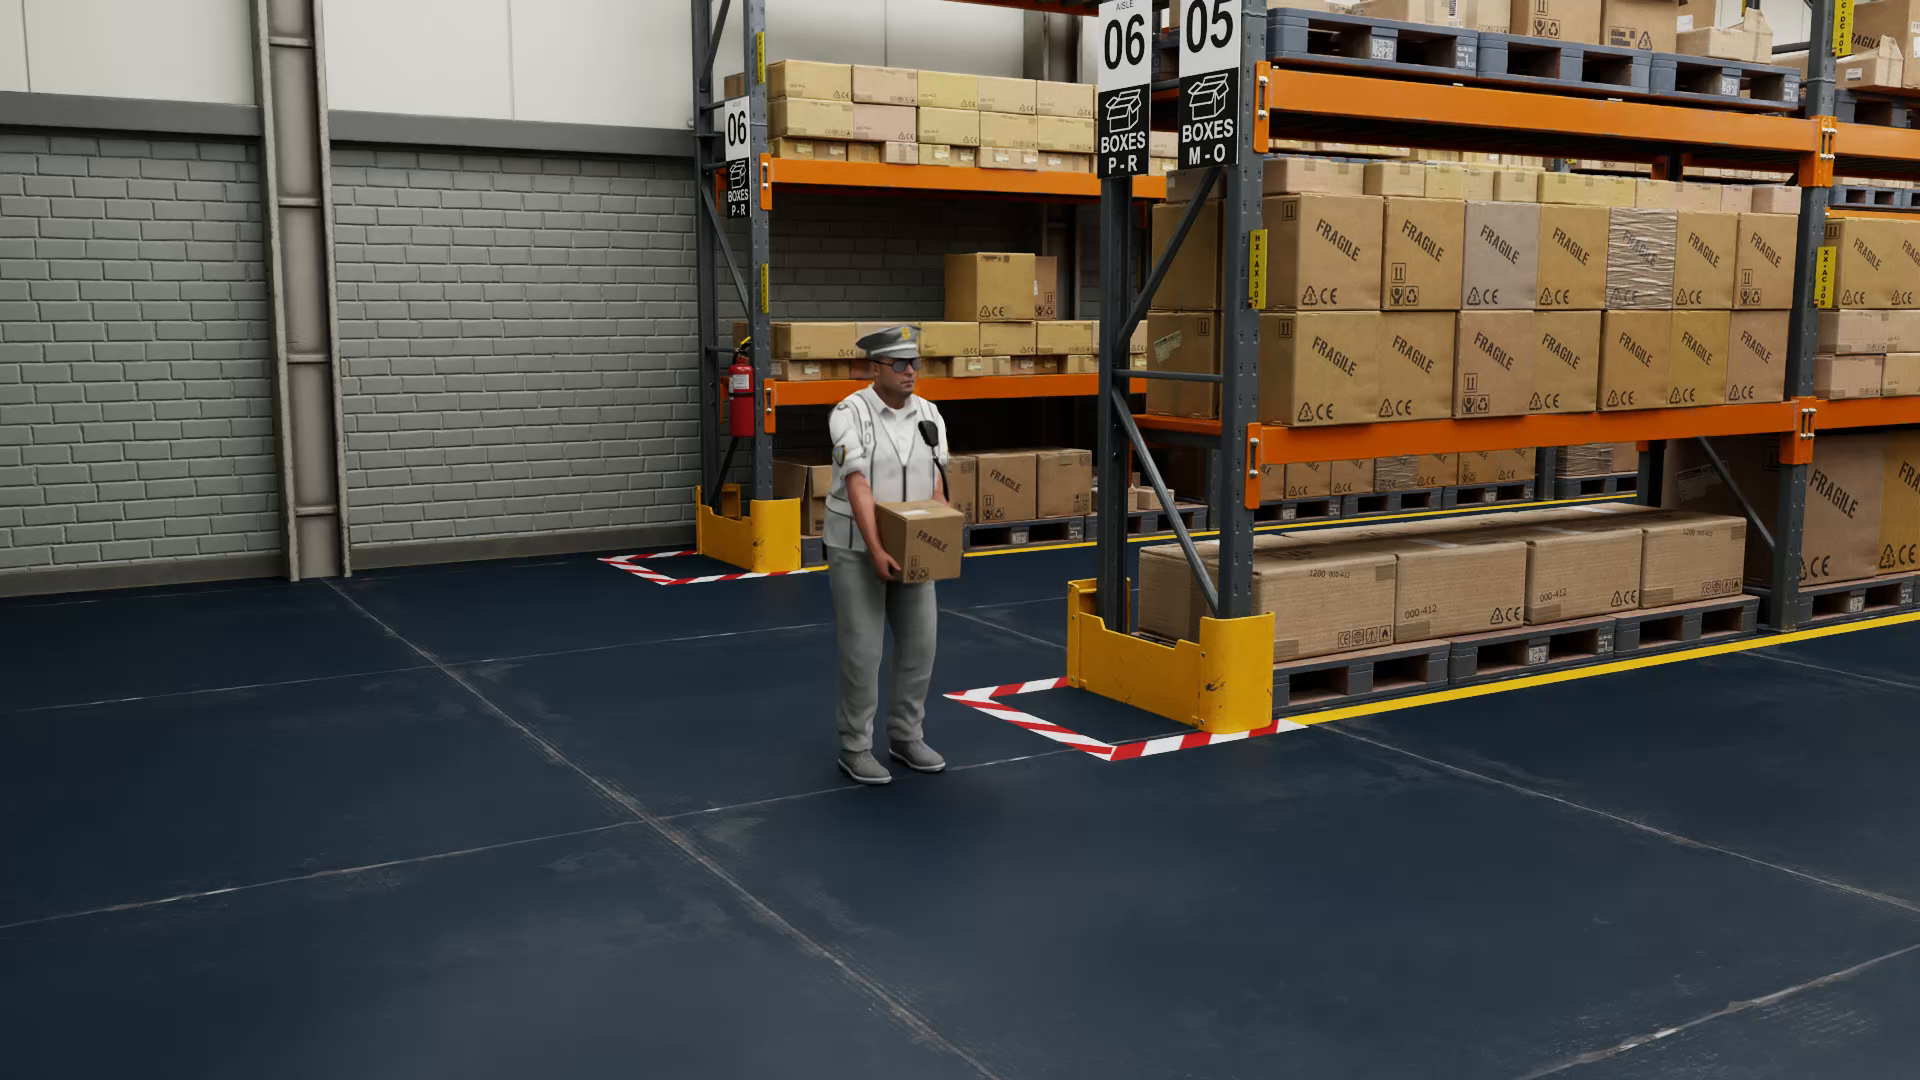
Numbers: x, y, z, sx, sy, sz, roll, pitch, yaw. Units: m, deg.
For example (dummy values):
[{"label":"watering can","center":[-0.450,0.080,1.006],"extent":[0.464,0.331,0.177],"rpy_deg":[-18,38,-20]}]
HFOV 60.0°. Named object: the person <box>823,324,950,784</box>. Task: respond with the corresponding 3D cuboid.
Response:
[{"label":"person","center":[-0.252,0.047,6.463],"extent":[0.488,1.761,0.583],"rpy_deg":[-5,10,-32]}]
